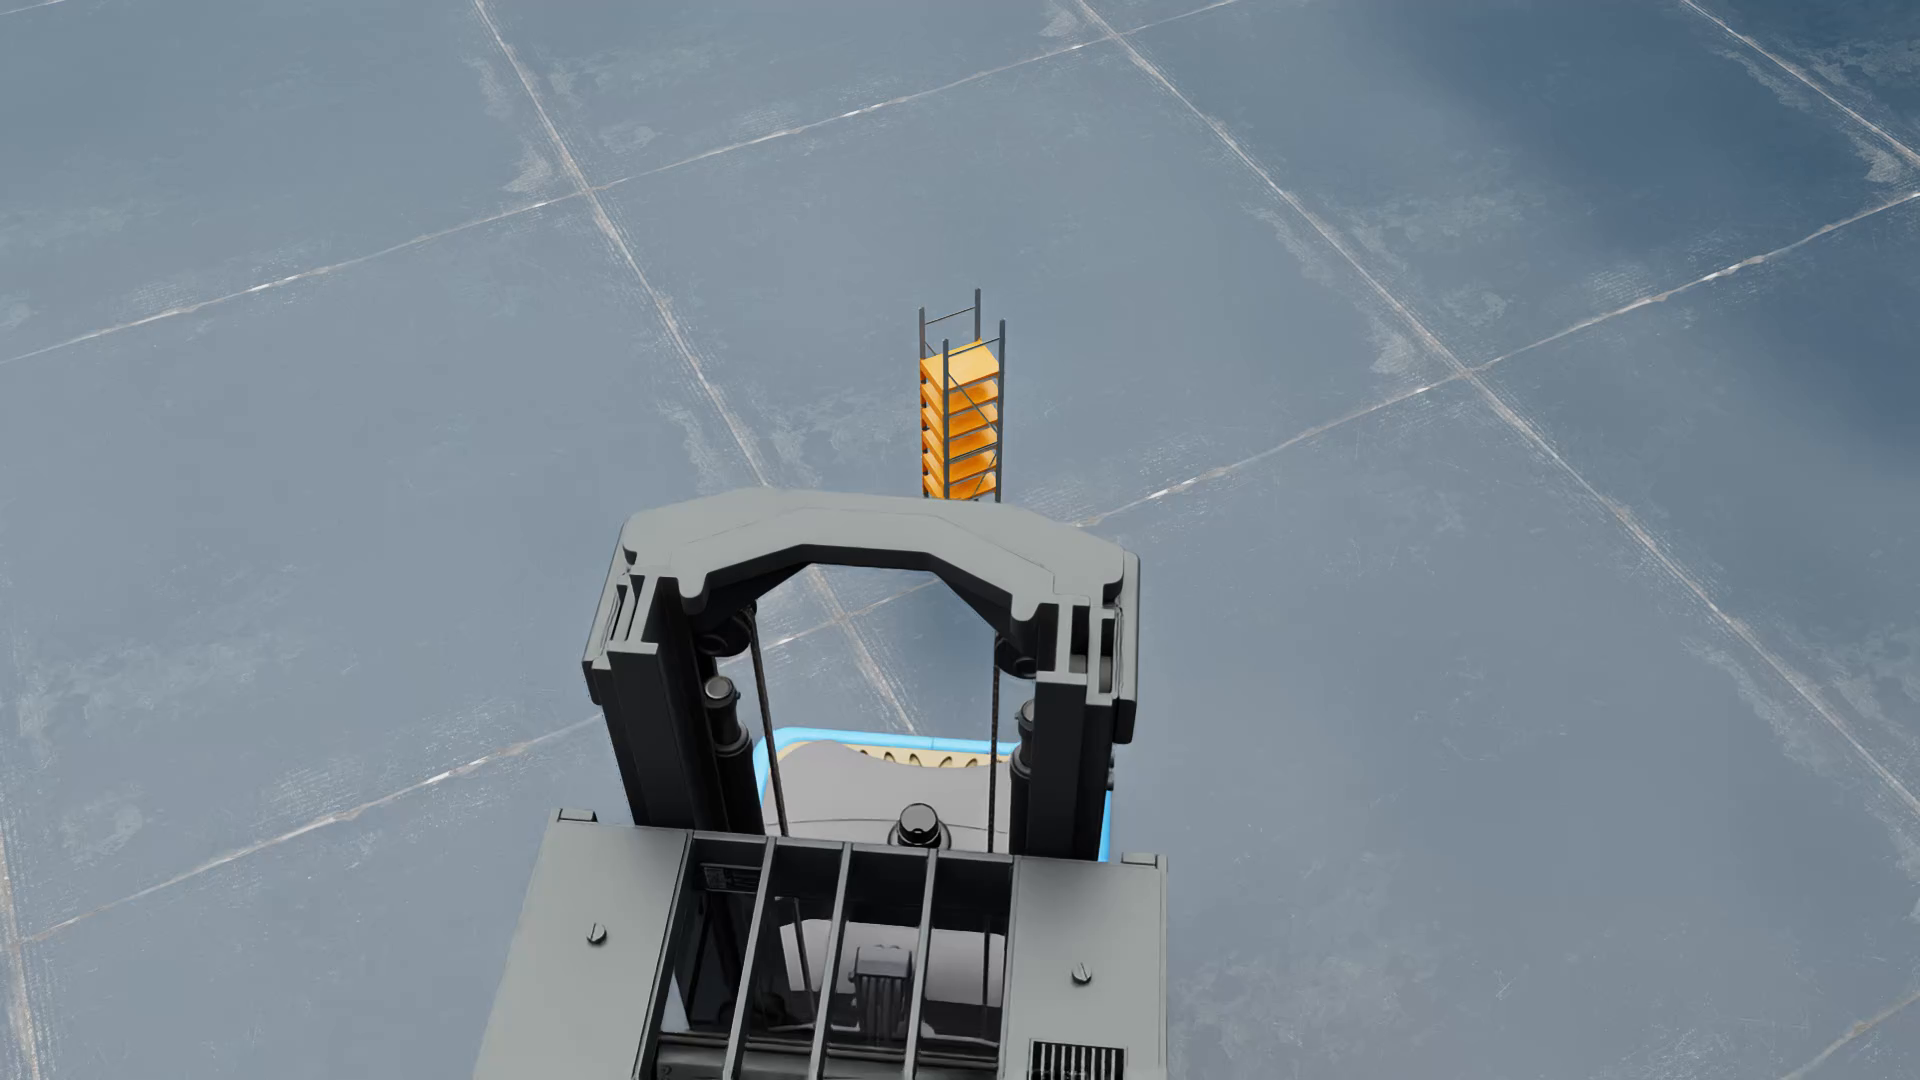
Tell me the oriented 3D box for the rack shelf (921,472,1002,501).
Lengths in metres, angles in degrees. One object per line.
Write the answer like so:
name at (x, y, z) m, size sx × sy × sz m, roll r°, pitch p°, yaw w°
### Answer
rack shelf at (0.007, -0.198, 6.397) m, size 0.258 × 0.103 × 0.180 m, roll -21°, pitch 52°, yaw -18°

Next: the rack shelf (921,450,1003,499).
rack shelf at (0.007, -0.277, 6.306) m, size 0.258 × 0.103 × 0.180 m, roll -21°, pitch 52°, yaw -18°

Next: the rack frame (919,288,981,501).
rack frame at (-0.035, -0.447, 6.236) m, size 0.240 × 1.200 × 0.006 m, roll -21°, pitch 52°, yaw -18°

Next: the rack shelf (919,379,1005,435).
rack shelf at (0.007, -0.514, 6.035) m, size 0.258 × 0.103 × 0.180 m, roll -21°, pitch 52°, yaw -18°

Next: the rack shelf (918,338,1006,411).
rack shelf at (0.007, -0.593, 5.945) m, size 0.258 × 0.103 × 0.180 m, roll -21°, pitch 52°, yaw -18°

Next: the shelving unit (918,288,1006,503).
shelving unit at (0.007, -0.385, 6.183) m, size 0.258 × 1.200 × 0.189 m, roll -21°, pitch 52°, yaw -18°

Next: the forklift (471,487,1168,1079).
forklift at (-0.208, 1.411, 3.461) m, size 1.130 × 2.935 × 3.031 m, roll 4°, pitch 49°, yaw 3°

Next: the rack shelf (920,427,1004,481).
rack shelf at (0.007, -0.356, 6.216) m, size 0.258 × 0.103 × 0.180 m, roll -21°, pitch 52°, yaw -18°

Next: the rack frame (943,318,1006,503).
rack frame at (0.049, -0.324, 6.129) m, size 0.240 × 1.200 × 0.006 m, roll -21°, pitch 52°, yaw -18°

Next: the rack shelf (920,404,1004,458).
rack shelf at (0.007, -0.435, 6.126) m, size 0.258 × 0.103 × 0.180 m, roll -21°, pitch 52°, yaw -18°
